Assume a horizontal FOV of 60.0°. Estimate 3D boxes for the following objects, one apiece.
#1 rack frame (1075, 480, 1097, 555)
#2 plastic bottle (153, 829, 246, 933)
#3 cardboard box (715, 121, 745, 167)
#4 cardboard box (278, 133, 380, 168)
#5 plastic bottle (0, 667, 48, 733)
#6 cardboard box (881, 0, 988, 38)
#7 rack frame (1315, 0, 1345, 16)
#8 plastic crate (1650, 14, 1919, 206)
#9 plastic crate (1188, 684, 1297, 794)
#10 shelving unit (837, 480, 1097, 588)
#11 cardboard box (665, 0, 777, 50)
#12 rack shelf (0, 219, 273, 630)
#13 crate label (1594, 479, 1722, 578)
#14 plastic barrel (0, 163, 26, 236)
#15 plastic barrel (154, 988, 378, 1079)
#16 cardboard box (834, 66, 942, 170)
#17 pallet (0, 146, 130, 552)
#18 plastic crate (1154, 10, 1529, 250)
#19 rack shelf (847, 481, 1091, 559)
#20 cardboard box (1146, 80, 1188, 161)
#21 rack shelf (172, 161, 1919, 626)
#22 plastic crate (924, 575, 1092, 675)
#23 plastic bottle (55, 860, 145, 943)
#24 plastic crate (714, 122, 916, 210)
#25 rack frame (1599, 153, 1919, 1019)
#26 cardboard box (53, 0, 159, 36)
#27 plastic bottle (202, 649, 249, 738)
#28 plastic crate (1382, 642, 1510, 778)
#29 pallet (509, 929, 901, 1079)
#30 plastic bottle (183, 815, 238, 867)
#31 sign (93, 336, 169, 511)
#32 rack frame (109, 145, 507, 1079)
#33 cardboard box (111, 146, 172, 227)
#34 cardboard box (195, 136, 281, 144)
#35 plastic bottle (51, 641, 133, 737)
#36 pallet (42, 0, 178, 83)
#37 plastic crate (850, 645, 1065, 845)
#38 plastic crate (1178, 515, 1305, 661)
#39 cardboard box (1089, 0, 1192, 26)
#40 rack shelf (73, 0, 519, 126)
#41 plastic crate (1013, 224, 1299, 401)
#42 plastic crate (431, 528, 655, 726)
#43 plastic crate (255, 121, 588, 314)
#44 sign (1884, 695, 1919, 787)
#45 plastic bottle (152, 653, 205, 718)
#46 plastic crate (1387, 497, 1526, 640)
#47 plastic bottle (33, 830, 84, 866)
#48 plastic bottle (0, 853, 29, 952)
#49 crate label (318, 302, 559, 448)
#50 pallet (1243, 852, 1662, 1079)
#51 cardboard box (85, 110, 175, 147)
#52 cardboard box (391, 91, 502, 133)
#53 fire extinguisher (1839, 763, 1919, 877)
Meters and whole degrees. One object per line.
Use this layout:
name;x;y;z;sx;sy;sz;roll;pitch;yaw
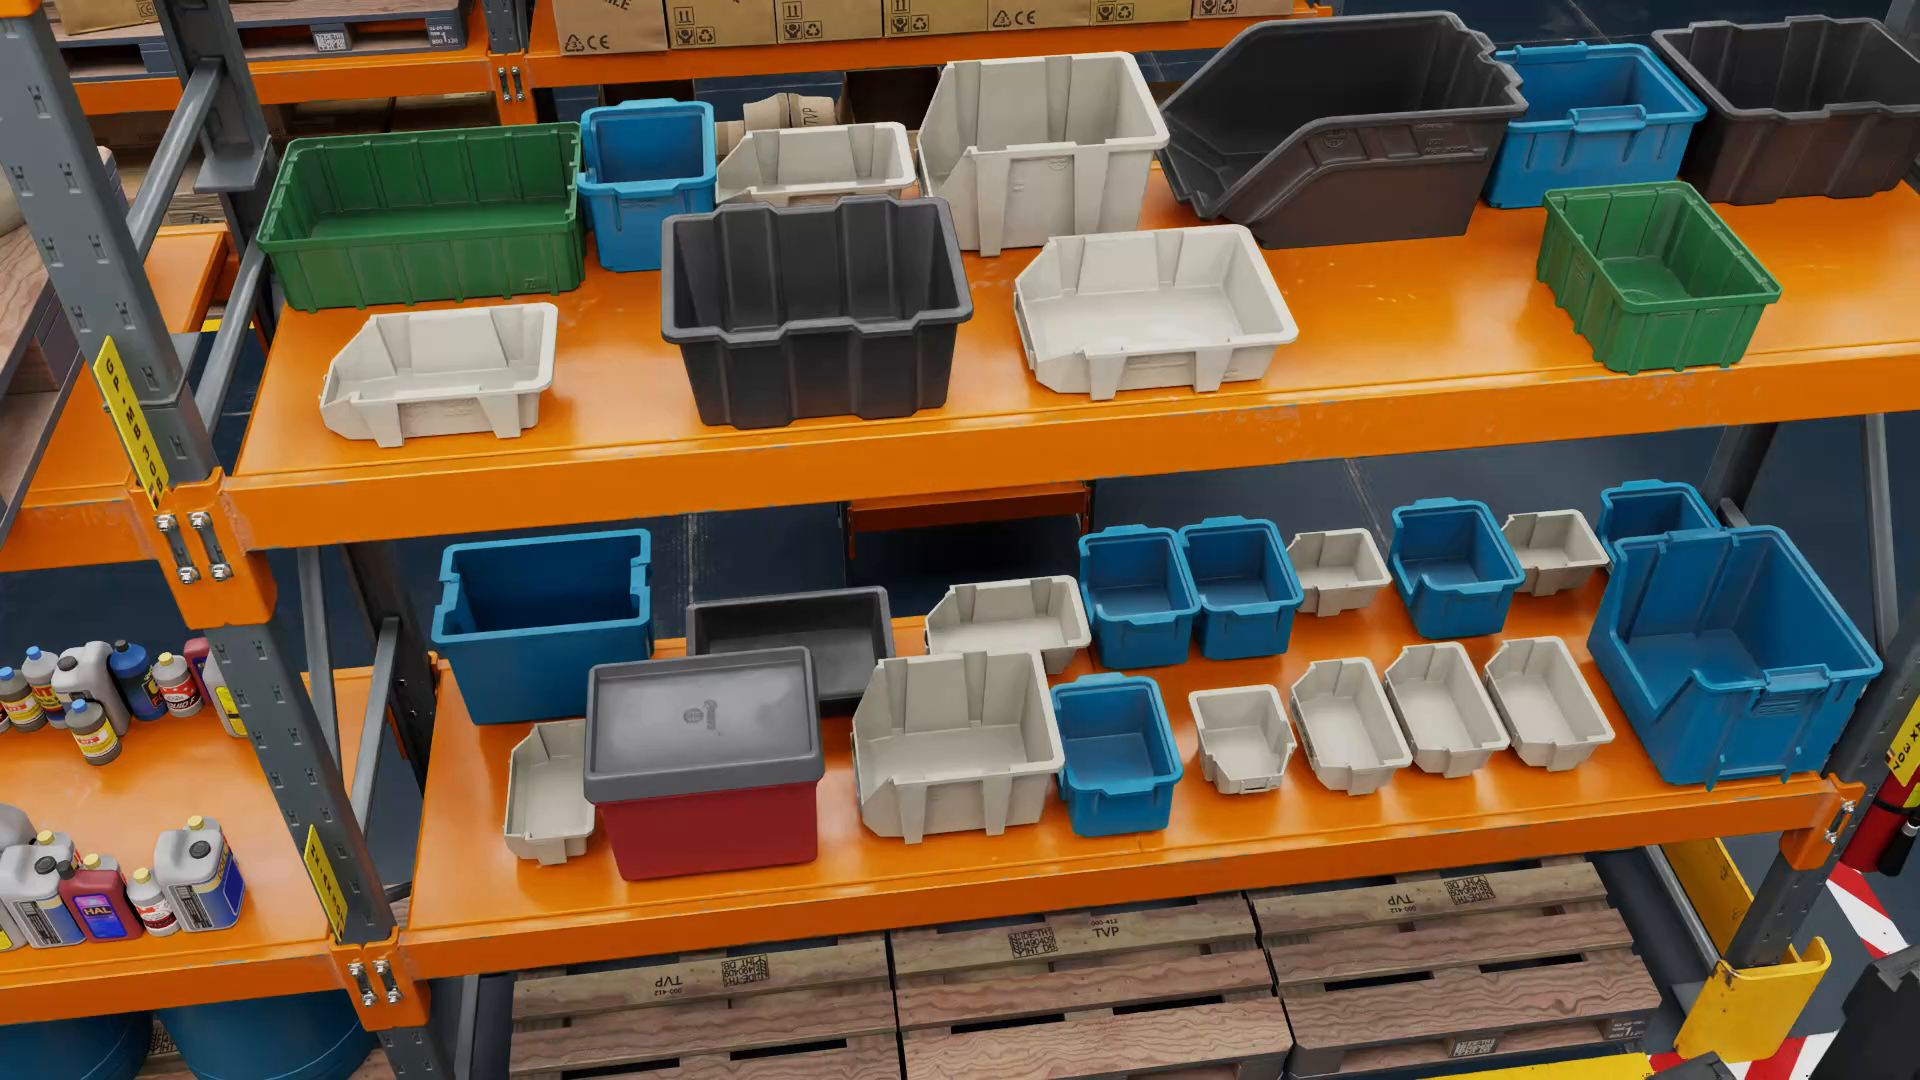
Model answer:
rack frame;0.511;-0.462;6.923;0.032;1.125;0.500;-5;42;-6
plastic bottle;-1.907;0.840;4.171;0.135;0.276;0.152;-5;42;-6
cardboard box;-1.305;-2.160;9.205;0.250;0.149;0.380;-5;42;-6
cardboard box;-3.140;-1.709;8.443;0.500;0.500;0.500;-5;42;-5
plastic bottle;-2.644;0.438;4.673;0.097;0.201;0.097;0;42;0
cardboard box;-0.148;-2.779;8.016;0.500;0.500;0.500;-6;42;-6
rack frame;1.769;-3.092;8.438;0.127;3.000;1.000;-5;42;-6
plastic crate;1.990;-1.019;3.998;0.590;0.269;0.497;-5;42;-6
plastic crate;0.770;0.559;4.543;0.250;0.136;0.298;-5;42;-6
shelving unit;0.007;-0.418;6.874;1.048;1.125;0.538;-5;42;-6
cardboard box;-1.149;-2.692;7.920;0.500;0.500;0.500;-4;42;-5
rack shelf;-3.541;-0.128;3.450;4.000;0.370;1.077;-5;42;-6
crate label;2.121;0.041;5.046;0.303;0.233;0.416;-5;42;-6
plastic barrel;-2.113;-0.896;3.349;0.433;0.535;0.433;0;42;0
plastic barrel;-2.100;1.205;4.928;0.708;0.901;0.600;-5;42;-6
cardboard box;-0.335;-2.148;8.927;0.637;0.503;0.797;-5;42;-6
pallet;-2.323;-0.365;3.317;1.003;0.211;1.213;-5;42;-6
plastic crate;0.857;-0.943;3.862;0.767;0.338;0.504;-5;42;-6
rack shelf;0.007;-0.237;7.038;1.000;0.278;0.538;-5;42;-6
cardboard box;1.262;-2.116;8.895;0.500;0.500;0.500;-5;42;-6
rack shelf;0.425;-0.475;3.835;4.000;0.370;1.077;-5;42;-6
plastic crate;0.129;0.270;4.863;0.466;0.136;0.293;-5;42;-6
plastic bottle;-2.131;0.888;4.113;0.133;0.283;0.061;-5;42;-6
plastic crate;-0.346;-0.834;3.892;0.466;0.136;0.293;-5;42;-6
rack frame;2.408;0.198;4.791;0.127;3.000;1.000;-5;42;-6
cardboard box;-3.941;-2.743;7.664;0.500;0.500;0.700;-15;44;-16
plastic bottle;-1.989;0.382;4.623;0.185;0.351;0.144;-5;42;-6
plastic crate;1.334;0.480;4.630;0.243;0.136;0.396;-5;42;-6
pallet;-0.834;1.491;5.439;1.213;0.211;1.003;-5;42;-6
plastic bottle;-1.942;0.787;4.286;0.097;0.201;0.097;0;42;0
sign;-1.489;-0.206;2.993;0.005;0.325;0.100;-5;42;-6
rack frame;-1.558;0.545;4.406;0.127;3.000;1.000;-5;42;-6
cardboard box;-4.141;-1.620;8.345;0.500;0.500;0.500;-6;42;-7
cardboard box;-3.732;-2.007;8.774;0.500;0.500;0.500;-5;42;-5
plastic bottle;-2.429;0.410;4.648;0.135;0.276;0.152;-5;42;-6
pallet;-4.235;-2.498;7.923;1.213;0.211;1.003;-5;42;-6
plastic crate;-0.020;0.557;4.437;0.530;0.282;0.437;-5;42;-6
plastic crate;0.815;0.155;4.919;0.300;0.233;0.416;-5;42;-6
cardboard box;0.847;-2.862;8.109;0.500;0.500;0.500;-5;42;-5
rack shelf;-4.180;-2.304;8.102;4.000;0.370;1.077;-5;42;-6
plastic crate;0.391;-0.474;3.493;0.530;0.136;0.437;-5;42;-6
plastic crate;-1.140;0.262;4.687;0.575;0.384;0.392;-5;42;-6
plastic crate;-1.177;-0.727;3.735;0.662;0.188;0.450;-5;42;-6
sign;2.495;0.501;4.333;0.005;0.325;0.100;-5;42;-6
plastic bottle;-2.221;0.401;4.714;0.097;0.201;0.097;0;42;0
plastic crate;1.468;0.098;4.982;0.300;0.233;0.416;-5;42;-6
plastic bottle;-2.304;0.819;4.251;0.097;0.201;0.097;0;42;0
plastic bottle;-2.427;0.861;4.093;0.185;0.351;0.144;-5;42;-6
crate label;-1.036;-0.321;3.324;0.466;0.136;0.293;-5;42;-6
pallet;1.585;1.279;5.674;1.213;0.211;1.003;-5;42;-6
cardboard box;-4.197;-2.247;8.480;0.500;0.250;0.500;-6;42;-6
cardboard box;-2.708;-2.100;8.876;0.500;0.500;0.500;-7;42;-7
fire extinguisher;2.616;0.654;4.622;0.183;0.674;0.296;-5;42;-6
